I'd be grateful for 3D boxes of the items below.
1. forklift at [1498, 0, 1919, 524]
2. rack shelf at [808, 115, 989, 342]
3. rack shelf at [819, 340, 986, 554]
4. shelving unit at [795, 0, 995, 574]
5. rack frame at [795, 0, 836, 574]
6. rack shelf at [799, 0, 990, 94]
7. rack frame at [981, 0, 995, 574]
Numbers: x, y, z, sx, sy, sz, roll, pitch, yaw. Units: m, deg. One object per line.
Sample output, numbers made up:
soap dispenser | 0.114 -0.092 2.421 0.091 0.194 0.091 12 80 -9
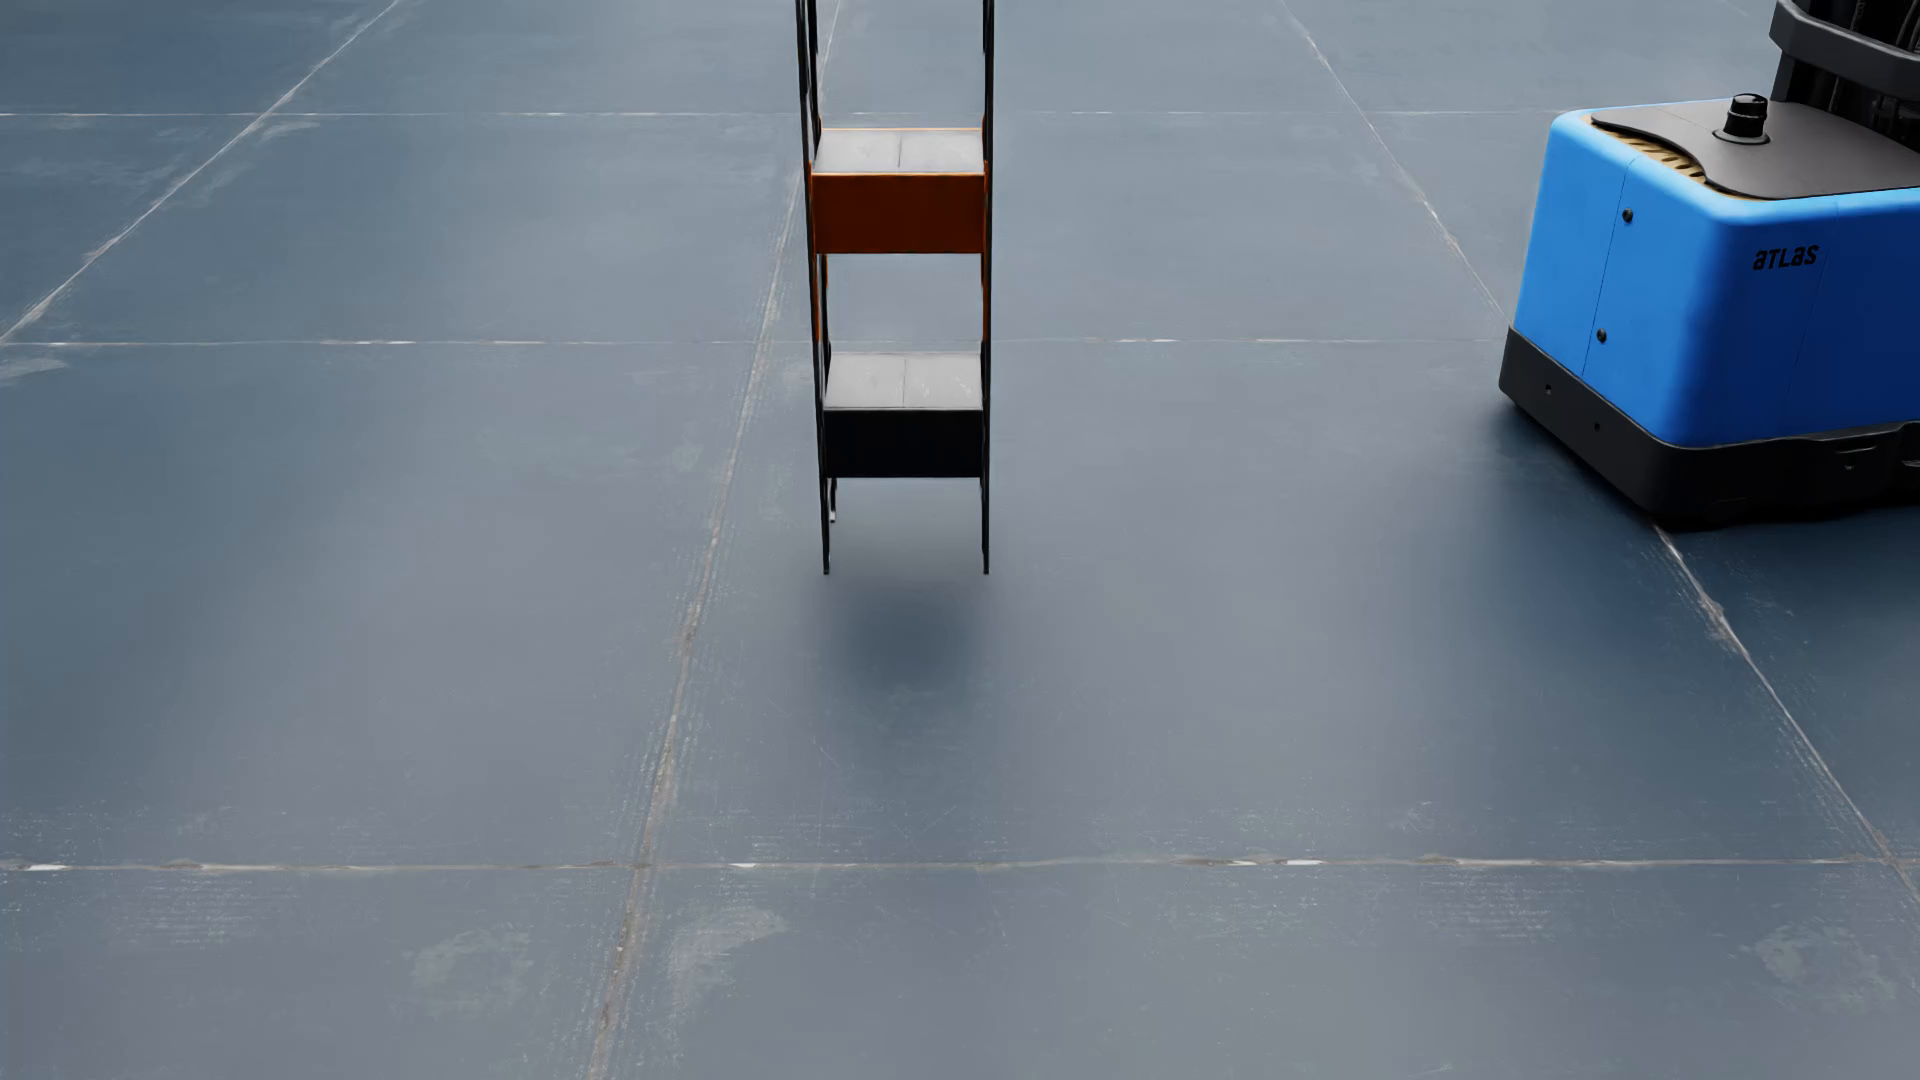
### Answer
forklift | 3.524 -1.705 5.235 3.031 2.935 1.130 -7 32 -12
rack shelf | -0.166 -0.886 4.712 0.480 0.518 0.431 0 31 0
rack shelf | -0.166 -0.287 5.075 0.480 0.518 0.431 0 31 0
shelving unit | -0.166 -0.897 4.704 0.503 2.100 0.431 0 31 0
rack frame | -0.410 -0.896 4.703 0.015 2.100 0.400 0 31 0
rack shelf | -0.166 -1.484 4.348 0.480 0.518 0.431 0 31 0
rack frame | 0.078 -0.898 4.706 0.015 2.100 0.400 0 31 0
